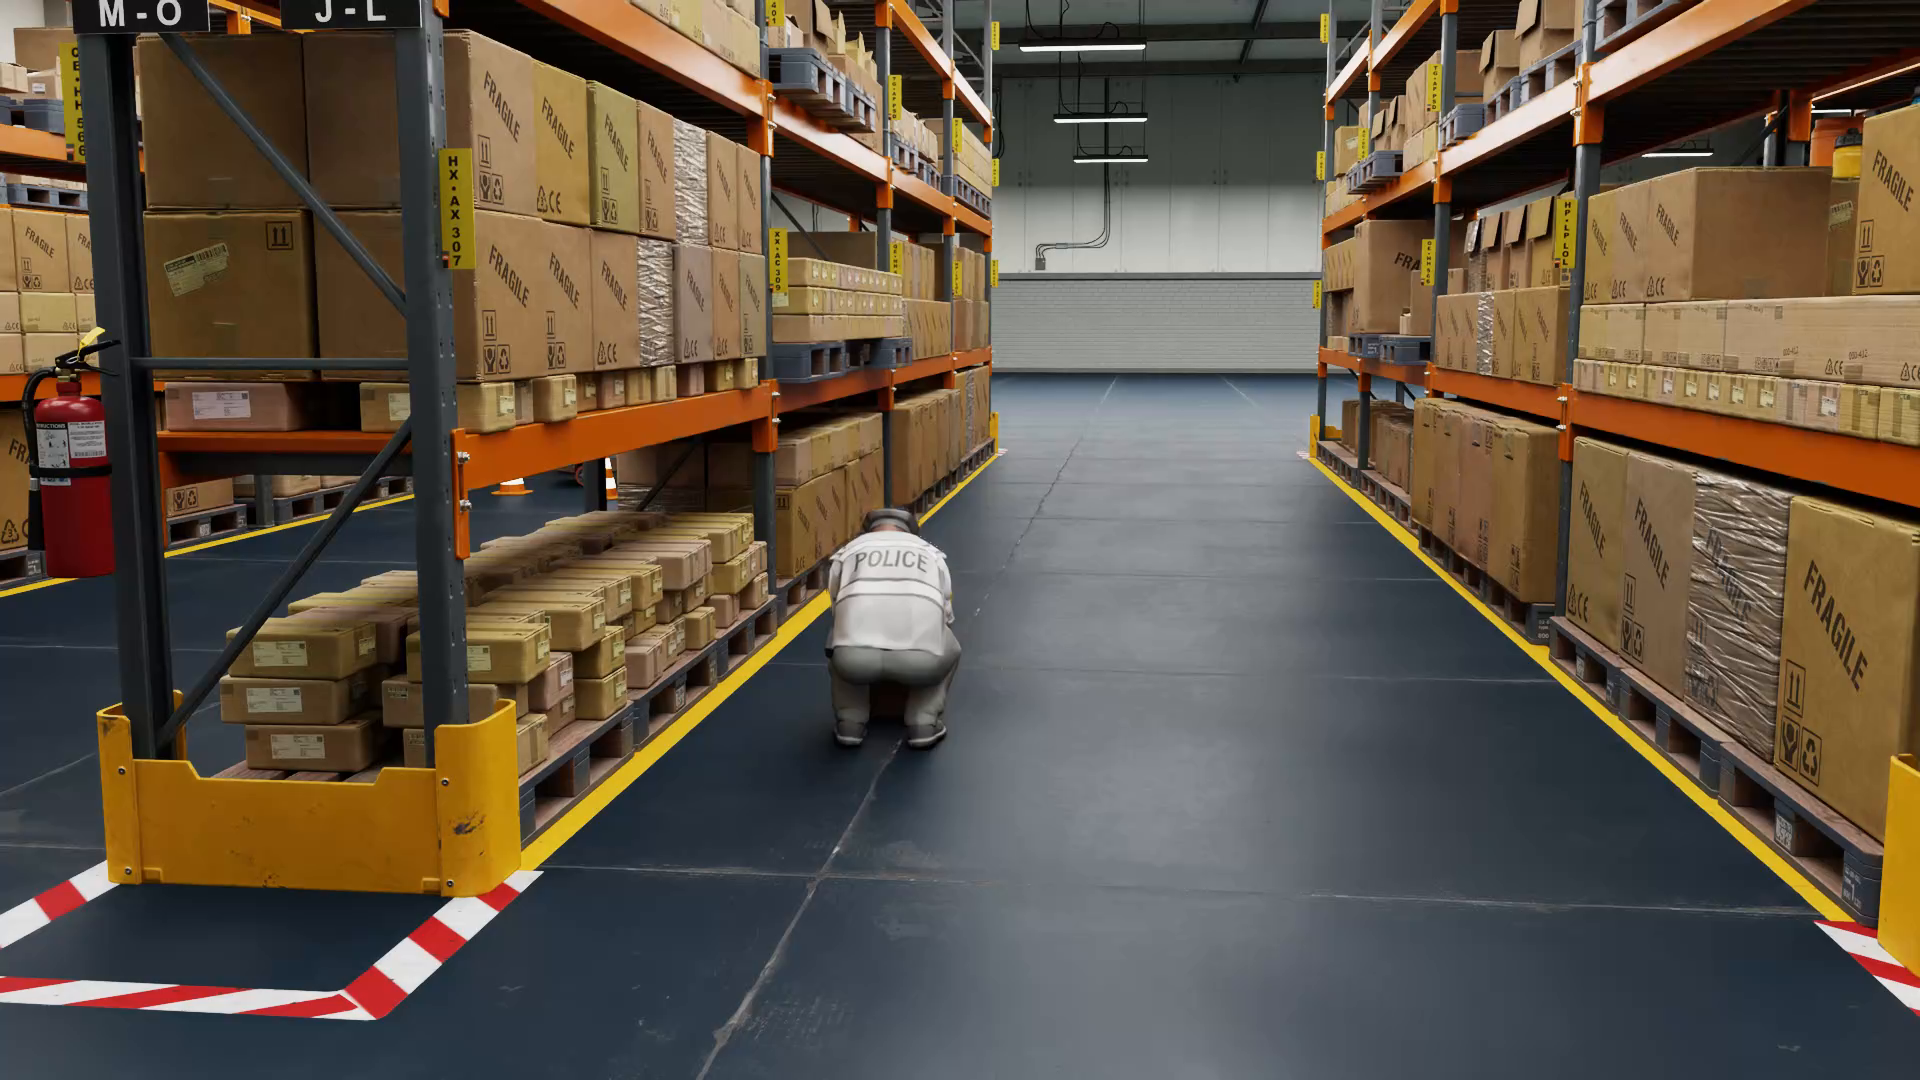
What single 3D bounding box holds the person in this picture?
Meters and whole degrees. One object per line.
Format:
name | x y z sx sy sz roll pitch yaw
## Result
person | -0.271 0.358 6.634 0.548 0.901 0.968 1 8 5
